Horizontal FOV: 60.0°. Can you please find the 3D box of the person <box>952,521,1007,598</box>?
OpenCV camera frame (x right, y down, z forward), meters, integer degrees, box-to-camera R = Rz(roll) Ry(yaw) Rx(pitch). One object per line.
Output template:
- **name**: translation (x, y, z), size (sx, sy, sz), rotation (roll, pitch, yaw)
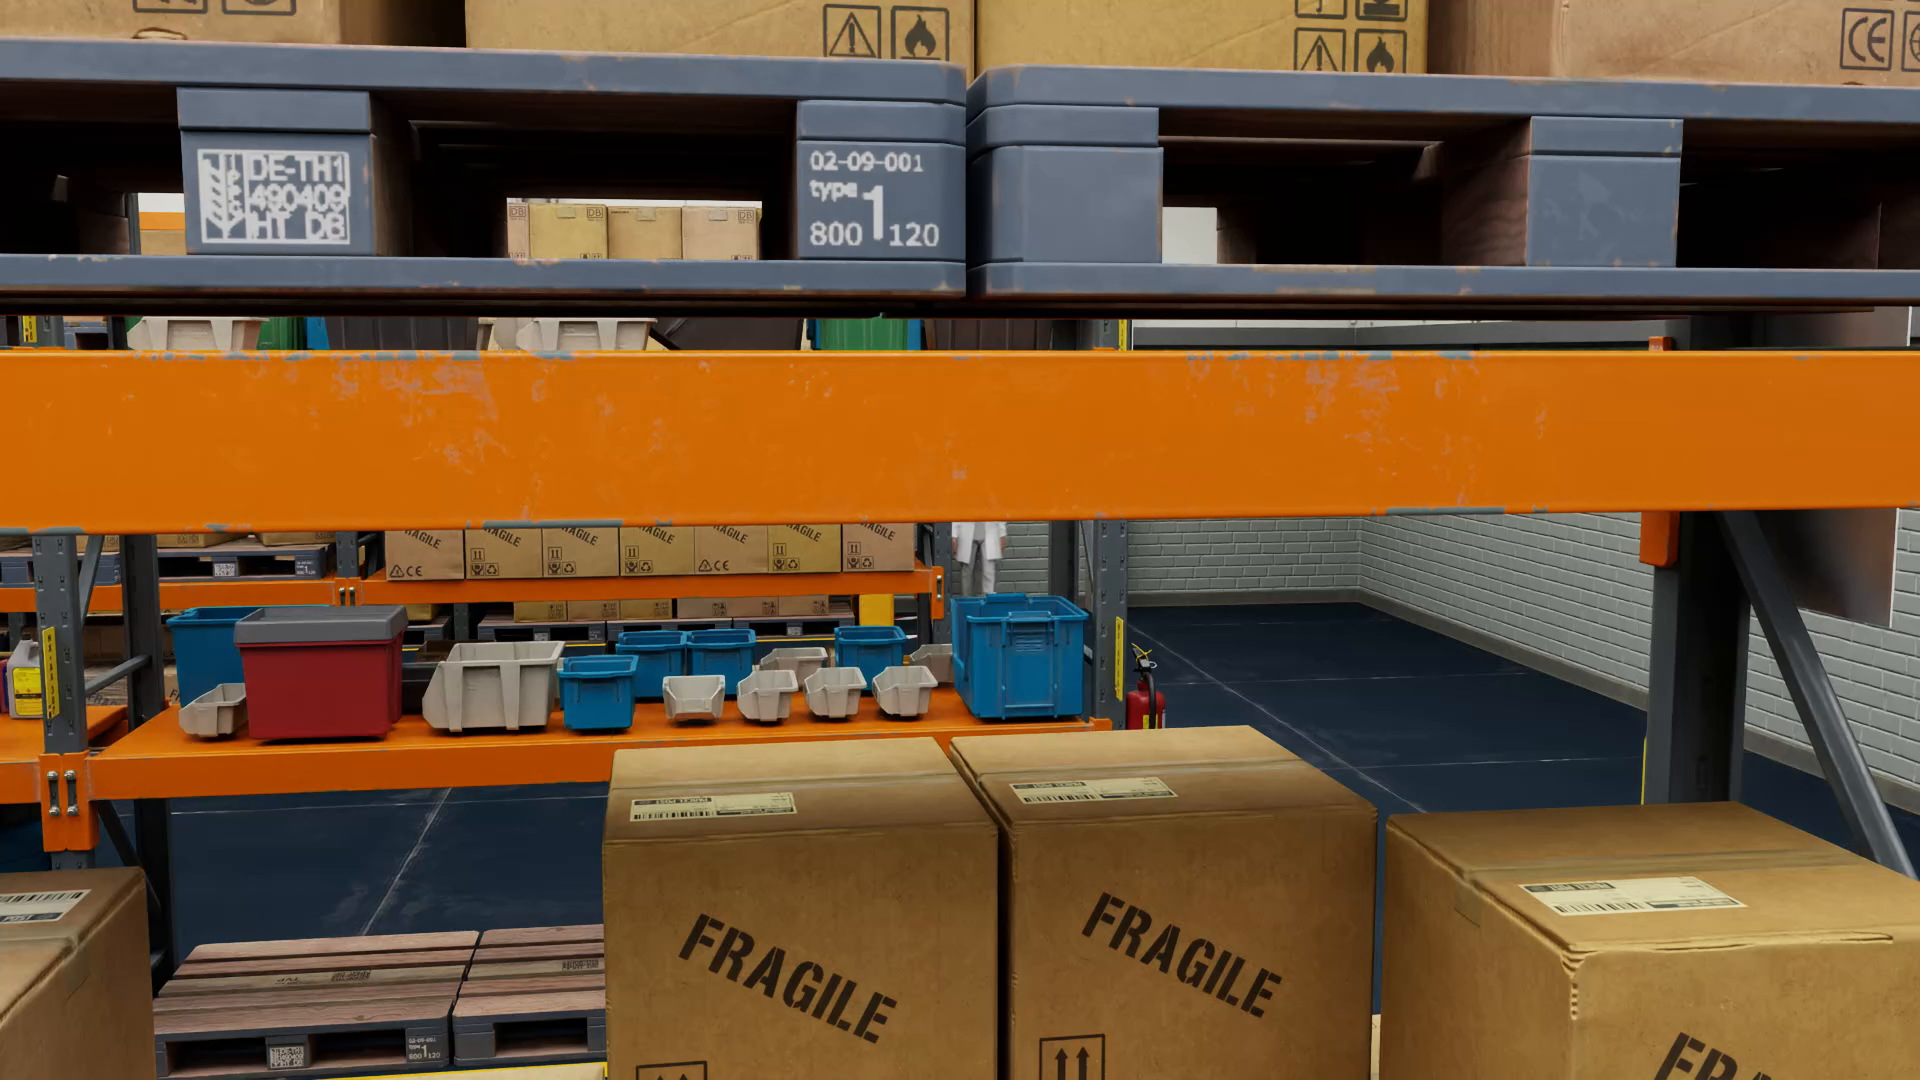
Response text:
- **person**: translation (0.183, -0.009, 17.290), size (0.624, 1.783, 0.721), rotation (0, 6, -4)
